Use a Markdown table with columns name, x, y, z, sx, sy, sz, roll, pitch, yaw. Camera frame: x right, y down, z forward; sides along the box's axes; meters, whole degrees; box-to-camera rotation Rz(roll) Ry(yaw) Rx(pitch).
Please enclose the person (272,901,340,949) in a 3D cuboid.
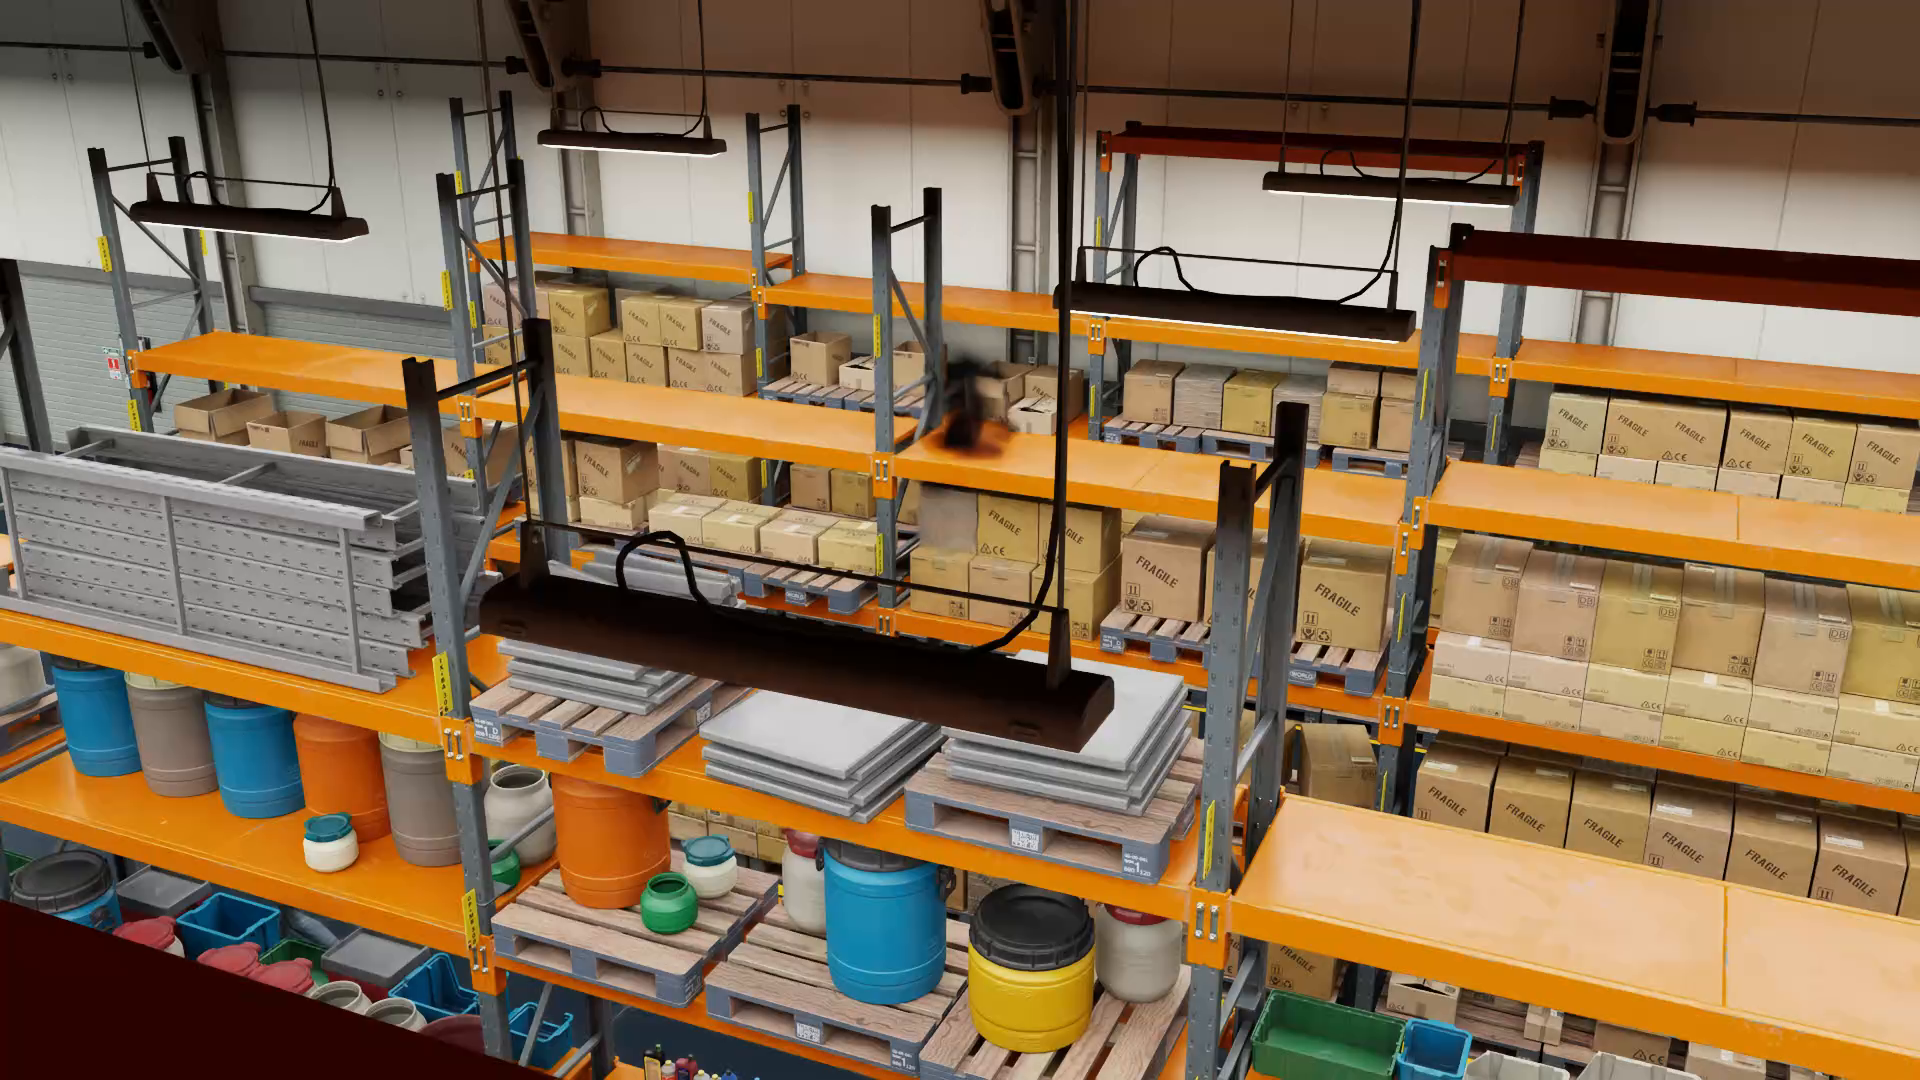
| name | x | y | z | sx | sy | sz | roll | pitch | yaw |
| --- | --- | --- | --- | --- | --- | --- | --- | --- | --- |
| person | -5.304 | 2.613 | 13.137 | 0.989 | 1.754 | 0.700 | 5 | 21 | 12 |
